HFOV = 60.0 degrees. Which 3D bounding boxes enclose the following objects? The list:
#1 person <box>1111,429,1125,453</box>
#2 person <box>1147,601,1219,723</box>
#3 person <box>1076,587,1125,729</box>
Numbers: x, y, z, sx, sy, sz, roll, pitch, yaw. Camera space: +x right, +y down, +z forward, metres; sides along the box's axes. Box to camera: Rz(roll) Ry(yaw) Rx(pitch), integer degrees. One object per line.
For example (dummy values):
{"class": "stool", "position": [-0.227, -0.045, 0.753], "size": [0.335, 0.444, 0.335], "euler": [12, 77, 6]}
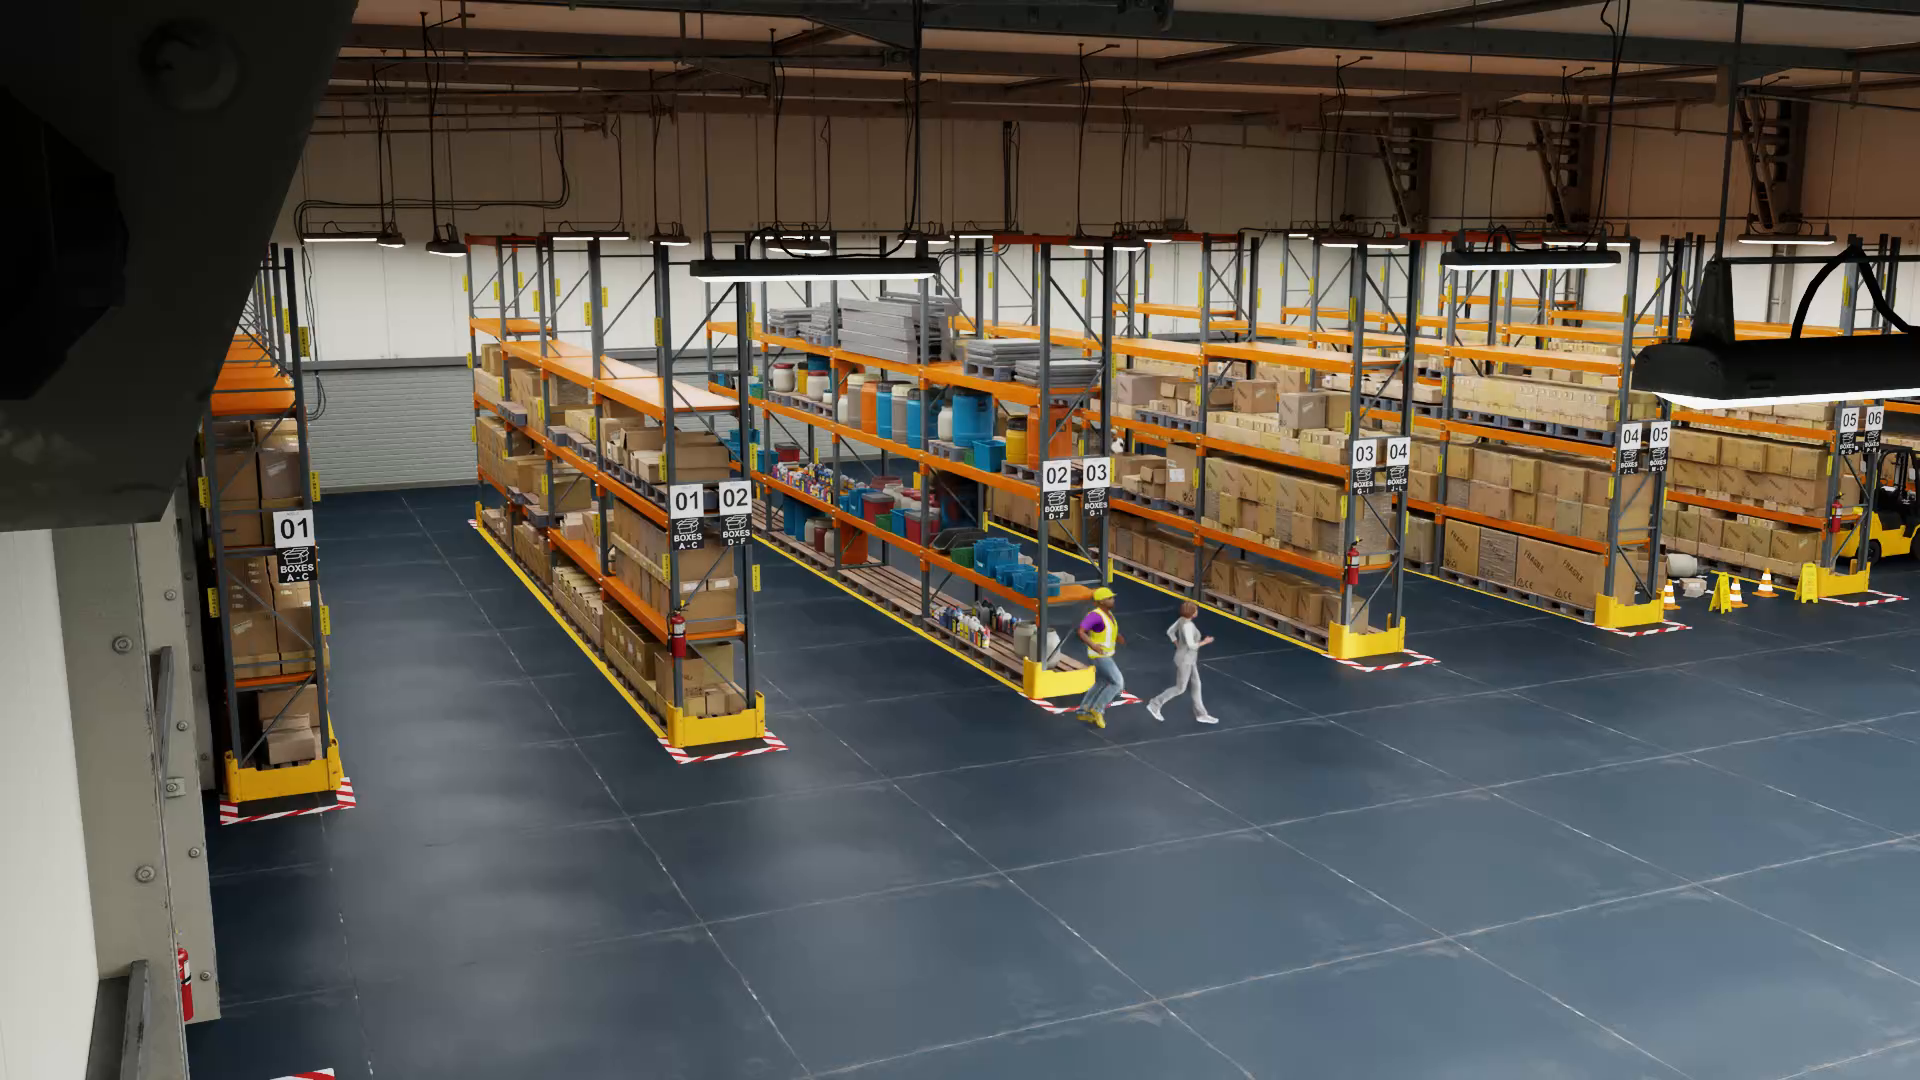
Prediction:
{"class": "person", "position": [3.511, -1.710, 37.582], "size": [0.619, 1.622, 0.801], "euler": [-3, 11, -14]}
{"class": "person", "position": [2.810, 1.534, 20.861], "size": [0.908, 1.578, 0.543], "euler": [1, 11, 4]}
{"class": "person", "position": [1.796, 1.475, 20.981], "size": [0.610, 1.779, 0.731], "euler": [3, 11, 17]}
